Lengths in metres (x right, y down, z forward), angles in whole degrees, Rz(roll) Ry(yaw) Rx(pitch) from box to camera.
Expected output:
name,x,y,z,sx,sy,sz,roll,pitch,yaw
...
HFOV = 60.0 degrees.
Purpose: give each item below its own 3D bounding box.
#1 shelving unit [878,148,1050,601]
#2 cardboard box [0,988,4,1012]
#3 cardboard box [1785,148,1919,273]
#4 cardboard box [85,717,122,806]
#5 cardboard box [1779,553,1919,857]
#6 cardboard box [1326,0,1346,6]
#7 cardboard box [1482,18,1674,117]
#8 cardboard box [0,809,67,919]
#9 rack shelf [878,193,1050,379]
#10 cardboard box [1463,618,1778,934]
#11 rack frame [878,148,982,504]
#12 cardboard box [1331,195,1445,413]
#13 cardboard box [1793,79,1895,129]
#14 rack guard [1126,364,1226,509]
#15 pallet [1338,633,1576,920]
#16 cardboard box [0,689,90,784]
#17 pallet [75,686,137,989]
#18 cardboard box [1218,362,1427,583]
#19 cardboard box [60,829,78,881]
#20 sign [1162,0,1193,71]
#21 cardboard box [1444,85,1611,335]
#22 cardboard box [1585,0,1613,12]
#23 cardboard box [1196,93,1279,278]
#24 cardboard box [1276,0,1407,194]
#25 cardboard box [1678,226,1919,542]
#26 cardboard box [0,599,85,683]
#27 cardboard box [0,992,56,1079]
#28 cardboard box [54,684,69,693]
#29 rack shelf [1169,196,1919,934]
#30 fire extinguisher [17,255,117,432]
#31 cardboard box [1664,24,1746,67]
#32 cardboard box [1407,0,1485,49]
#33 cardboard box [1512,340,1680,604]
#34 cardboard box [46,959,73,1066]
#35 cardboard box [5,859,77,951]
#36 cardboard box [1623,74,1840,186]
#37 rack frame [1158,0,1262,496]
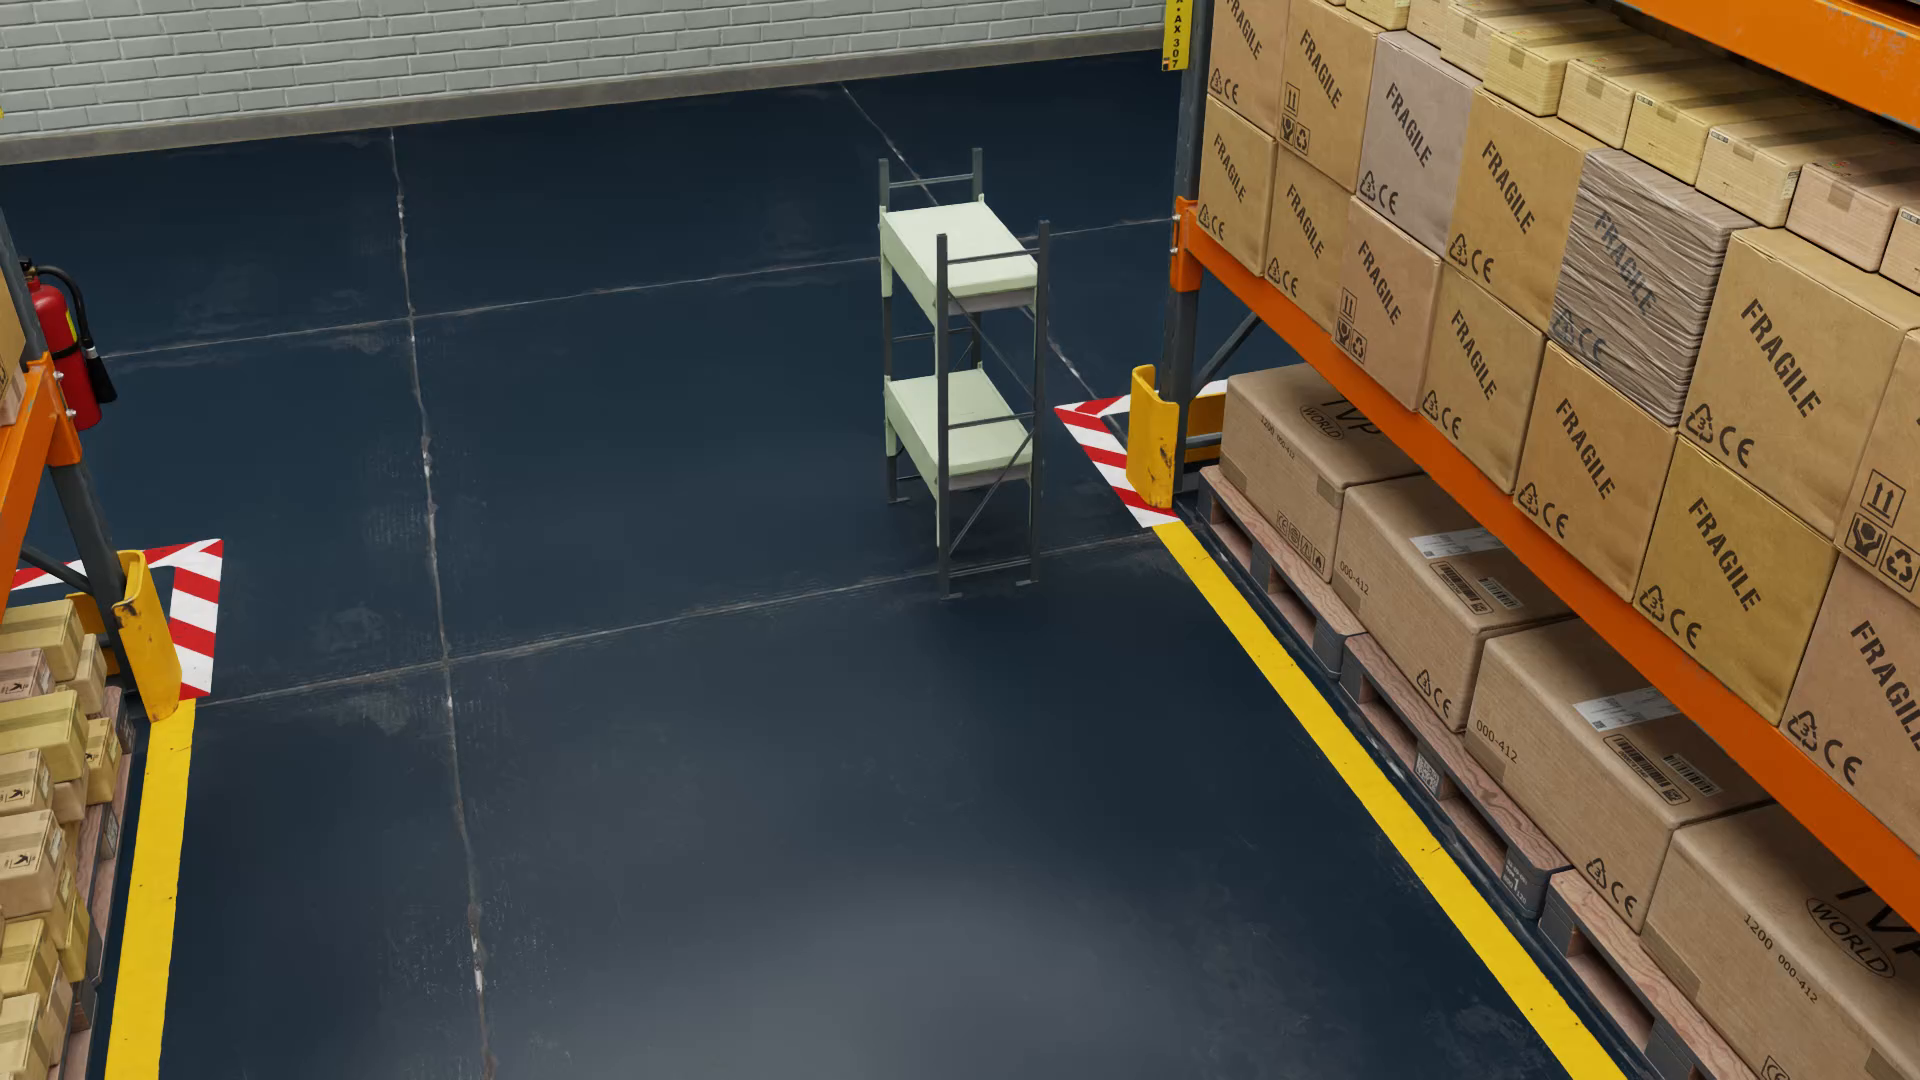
name,x,y,z,sx,sy,sz,roll,pitch,yaw
shelving unit,0.002,-0.622,6.331,0.431,1.500,0.755,-10,35,-15
cardboard box,-2.510,1.164,3.933,0.380,0.149,0.250,-10,35,-14
cardboard box,1.999,-0.704,3.508,0.380,0.149,0.250,-10,35,-15
cardboard box,-2.836,0.712,5.156,0.380,0.149,0.250,-9,35,-13
cardboard box,2.149,0.311,3.468,0.500,0.500,0.500,-10,35,-14
cardboard box,1.276,-1.762,5.110,0.380,0.149,0.250,-9,34,-13
cardboard box,1.591,-1.222,4.293,0.380,0.149,0.250,-11,35,-16
cardboard box,-2.591,0.874,4.371,0.380,0.149,0.250,-9,34,-13
rack shelf,0.002,-0.948,6.116,0.431,0.370,0.720,-10,35,-15
cardboard box,2.171,0.629,5.020,0.875,0.438,0.875,-11,35,-16
rack frame,-0.110,-0.814,6.622,0.400,1.500,0.023,-10,35,-15
cardboard box,1.505,-0.757,5.085,0.500,0.500,0.500,-10,35,-15
cardboard box,2.247,-1.048,4.029,0.380,0.149,0.250,-10,35,-15
rack guard,1.306,-0.517,7.078,1.175,0.500,0.348,-10,35,-15
pallet,2.001,0.663,5.556,1.003,0.211,1.213,-10,35,-15
cardboard box,-2.745,0.596,4.792,0.380,0.149,0.250,-11,35,-16
pallet,-3.132,0.974,5.084,1.003,0.211,1.213,-10,35,-15
cardboard box,1.610,-0.323,6.462,0.875,0.438,0.875,-11,35,-16
cardboard box,-2.749,0.993,4.732,0.380,0.149,0.250,-10,35,-14
sign,0.783,-1.851,5.973,0.100,0.325,0.005,-10,35,-15
cardboard box,1.670,-0.905,4.401,0.500,0.500,0.500,-10,35,-15
cardboard box,1.923,-1.583,4.838,0.380,0.149,0.250,-10,35,-15
cardboard box,1.187,-1.288,5.888,0.500,0.500,0.500,-10,35,-15
cardboard box,1.353,-1.436,5.204,0.500,0.500,0.500,-11,35,-16
cardboard box,1.980,-0.375,3.599,0.500,0.500,0.500,-11,35,-15
cardboard box,-2.967,0.340,5.180,0.380,0.149,0.250,-10,35,-14
cardboard box,-2.435,1.278,4.031,0.380,0.149,0.250,-10,35,-14
cardboard box,-2.908,0.604,5.050,0.380,0.149,0.250,-11,35,-16
rack shelf,1.924,-0.197,4.979,1.077,0.370,4.000,-10,35,-15
fire extinguisher,-3.007,-0.683,5.472,0.296,0.674,0.183,-10,35,-15
cardboard box,2.117,-1.320,4.441,0.380,0.149,0.250,-9,34,-13
cardboard box,1.504,-1.498,4.710,0.380,0.149,0.250,-10,35,-14
cardboard box,1.819,-0.220,4.271,0.500,0.500,0.500,-11,35,-15
cardboard box,-2.548,1.263,4.323,0.380,0.149,0.250,-9,35,-14
cardboard box,-2.606,1.000,4.451,0.380,0.149,0.250,-10,35,-14
cardboard box,1.807,-0.966,3.905,0.380,0.149,0.250,-11,35,-16
rack frame,1.314,-1.547,6.370,1.000,3.000,0.127,-10,35,-15
